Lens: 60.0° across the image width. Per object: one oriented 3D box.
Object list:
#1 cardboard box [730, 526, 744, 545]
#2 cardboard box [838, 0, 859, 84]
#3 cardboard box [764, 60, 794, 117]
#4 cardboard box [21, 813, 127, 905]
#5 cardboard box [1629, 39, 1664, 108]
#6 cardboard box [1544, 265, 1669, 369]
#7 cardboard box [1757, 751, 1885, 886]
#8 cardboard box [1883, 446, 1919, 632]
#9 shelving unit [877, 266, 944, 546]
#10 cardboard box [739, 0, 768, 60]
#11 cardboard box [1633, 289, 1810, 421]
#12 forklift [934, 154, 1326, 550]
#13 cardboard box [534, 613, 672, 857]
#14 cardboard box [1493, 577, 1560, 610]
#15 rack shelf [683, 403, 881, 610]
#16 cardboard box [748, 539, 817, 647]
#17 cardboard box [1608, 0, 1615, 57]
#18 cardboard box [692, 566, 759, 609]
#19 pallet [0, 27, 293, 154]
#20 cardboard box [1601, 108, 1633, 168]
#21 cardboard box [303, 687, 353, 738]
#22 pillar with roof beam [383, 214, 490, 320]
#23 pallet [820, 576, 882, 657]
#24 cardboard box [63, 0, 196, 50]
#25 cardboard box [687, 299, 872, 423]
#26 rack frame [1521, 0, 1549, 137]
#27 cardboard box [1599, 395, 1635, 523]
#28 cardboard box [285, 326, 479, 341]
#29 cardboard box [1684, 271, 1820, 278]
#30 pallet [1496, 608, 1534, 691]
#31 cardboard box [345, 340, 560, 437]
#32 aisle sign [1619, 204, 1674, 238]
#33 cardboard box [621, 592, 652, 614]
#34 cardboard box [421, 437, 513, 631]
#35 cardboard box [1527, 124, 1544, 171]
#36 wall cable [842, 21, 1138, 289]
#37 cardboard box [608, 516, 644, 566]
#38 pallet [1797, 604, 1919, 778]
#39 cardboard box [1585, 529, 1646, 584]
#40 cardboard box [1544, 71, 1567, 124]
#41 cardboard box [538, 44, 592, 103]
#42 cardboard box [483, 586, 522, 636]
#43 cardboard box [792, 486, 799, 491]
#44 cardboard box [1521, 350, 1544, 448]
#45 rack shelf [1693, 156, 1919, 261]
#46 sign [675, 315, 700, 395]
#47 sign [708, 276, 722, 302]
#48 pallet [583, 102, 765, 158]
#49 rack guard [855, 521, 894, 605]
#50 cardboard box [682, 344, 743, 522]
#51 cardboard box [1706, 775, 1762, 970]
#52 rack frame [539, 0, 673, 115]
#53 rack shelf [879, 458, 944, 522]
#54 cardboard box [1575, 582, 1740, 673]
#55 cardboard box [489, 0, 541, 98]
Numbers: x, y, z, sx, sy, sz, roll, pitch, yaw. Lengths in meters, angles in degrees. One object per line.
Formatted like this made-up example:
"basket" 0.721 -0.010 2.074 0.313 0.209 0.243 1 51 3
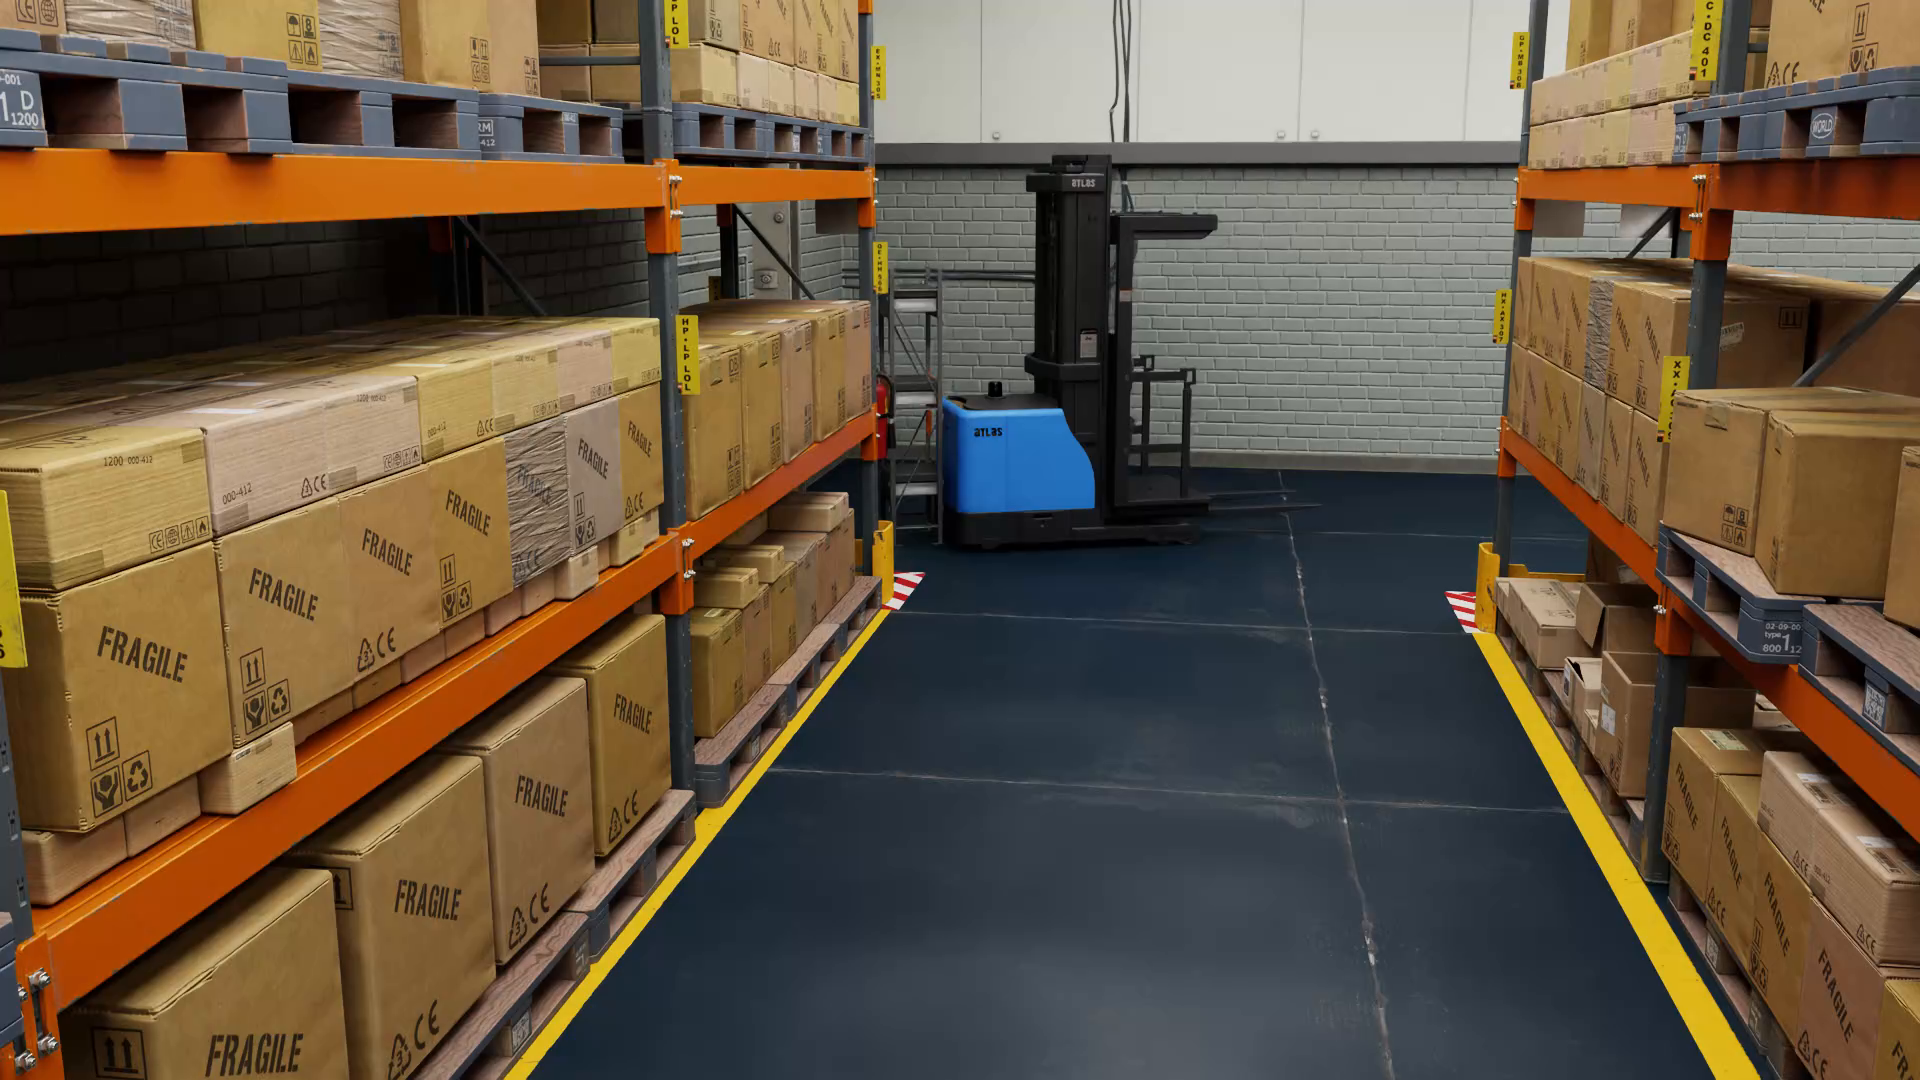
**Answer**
"cardboard box" -1.427 -0.003 9.284 0.380 0.149 0.250 2 12 9
"cardboard box" -0.890 -2.936 9.717 0.500 0.500 0.500 2 12 8
"cardboard box" -1.131 -2.245 8.294 0.500 0.250 0.500 2 12 7
"cardboard box" -1.998 0.634 3.479 0.380 0.149 0.250 2 12 8
"cardboard box" 3.120 -1.942 6.934 0.500 0.250 0.500 2 12 9
"cardboard box" 3.365 -1.164 8.664 0.500 0.500 0.500 2 12 9
"cardboard box" 2.764 0.851 5.035 0.500 0.250 0.500 2 12 9
"cardboard box" 3.023 0.025 4.523 0.700 0.500 0.500 -1 12 -6
"shelving unit" -0.381 -1.037 12.819 0.431 2.100 0.503 -3 12 -11
"cardboard box" -1.202 -2.511 7.745 0.500 0.500 0.500 2 12 7
"cardboard box" 3.055 -0.742 6.705 0.500 0.500 0.500 2 12 9
"forklift" 1.365 -1.496 12.976 3.031 2.935 1.130 -3 12 -11
"cardboard box" -1.633 0.735 6.570 0.750 0.750 0.750 2 12 9
"cardboard box" 3.445 0.331 10.059 0.380 0.149 0.250 2 12 9
"rack shelf" -1.354 -0.315 9.043 1.077 0.370 4.000 2 12 9
"cardboard box" -1.209 0.292 9.457 0.700 0.500 0.500 1 12 7
"cardboard box" 3.654 -2.611 8.258 0.700 0.500 0.500 2 12 9
"cardboard box" -1.213 0.231 8.196 0.380 0.149 0.250 2 12 11
"pallet" -2.231 -0.927 3.505 1.213 0.211 1.003 2 12 11
"cardboard box" 3.201 -1.802 7.469 0.500 0.250 0.500 2 12 9
"cardboard box" -1.878 0.419 4.478 0.380 0.149 0.250 2 12 10
"pillar with roof beam" 1.845 -3.217 6.562 9.100 9.000 0.400 2 12 9
"pallet" -1.092 0.449 10.408 1.003 0.211 1.213 2 12 9
"cardboard box" -2.230 -1.363 3.795 0.700 0.500 0.500 1 12 6
"cardboard box" -1.115 -1.123 10.373 0.980 0.700 0.700 2 12 11
"rack frame" 3.848 -3.856 9.525 1.000 3.000 0.127 2 12 9
"cardboard box" 3.135 -0.359 7.303 0.500 0.500 0.500 2 12 10
"cardboard box" -2.064 -0.625 6.000 0.500 0.250 0.500 2 12 9
"cardboard box" 3.821 -1.039 8.085 0.500 0.500 0.500 2 12 10
"pallet" 3.715 0.622 9.608 1.003 0.211 1.213 2 12 9
"cardboard box" -1.648 -0.503 5.437 0.500 0.250 0.500 2 12 10
"aisle sign" 4.162 -2.198 9.903 0.394 0.787 0.004 2 12 9
"cardboard box" -1.664 0.321 7.782 0.380 0.149 0.250 2 12 8
"cardboard box" -1.710 -0.035 5.046 0.500 0.500 0.500 2 12 10
"cardboard box" 3.518 -2.218 9.399 0.500 0.250 0.500 2 12 9
"wall cable" 0.176 -3.664 16.003 3.097 2.526 0.112 2 12 9
"cardboard box" -1.450 -0.004 6.443 0.380 0.149 0.250 2 12 10
"pallet" 2.913 0.431 4.329 1.003 0.211 1.213 2 12 9
"cardboard box" 4.008 0.205 9.812 0.500 0.500 0.500 2 12 9
"cardboard box" 3.428 -2.358 8.866 0.500 0.250 0.500 2 12 9
"cardboard box" -1.788 -2.048 7.376 0.500 0.250 0.500 2 12 9
"cardboard box" -1.673 0.205 5.470 0.380 0.149 0.250 2 12 7
"cardboard box" -1.234 -0.267 10.509 0.380 0.149 0.250 2 12 9
"cardboard box" 3.446 -0.781 9.259 0.500 0.500 0.500 2 12 8
"rack shelf" 2.926 -0.789 4.122 1.077 0.370 4.000 2 12 9
"sign" -1.124 -0.762 6.849 0.100 0.325 0.005 2 12 9
"sign" -1.594 -1.564 10.888 0.100 0.325 0.005 2 12 9
"pallet" -1.526 -1.843 7.517 1.003 0.211 1.213 2 12 9
"rack guard" -1.043 0.134 11.185 1.175 0.500 0.348 2 12 9
"cardboard box" -1.562 -0.509 7.525 0.980 0.700 0.700 2 12 10
"cardboard box" 2.847 1.120 5.563 0.500 0.500 0.500 2 12 9
"rack frame" -1.662 -3.183 6.403 1.000 3.000 0.127 2 12 9
"rack shelf" -0.381 -0.339 12.970 0.431 0.518 0.480 -3 12 -11
"cardboard box" 3.517 0.523 8.326 0.797 0.503 0.637 2 12 9
"cardboard box" -1.906 -1.801 5.829 0.700 0.500 0.500 1 12 6
